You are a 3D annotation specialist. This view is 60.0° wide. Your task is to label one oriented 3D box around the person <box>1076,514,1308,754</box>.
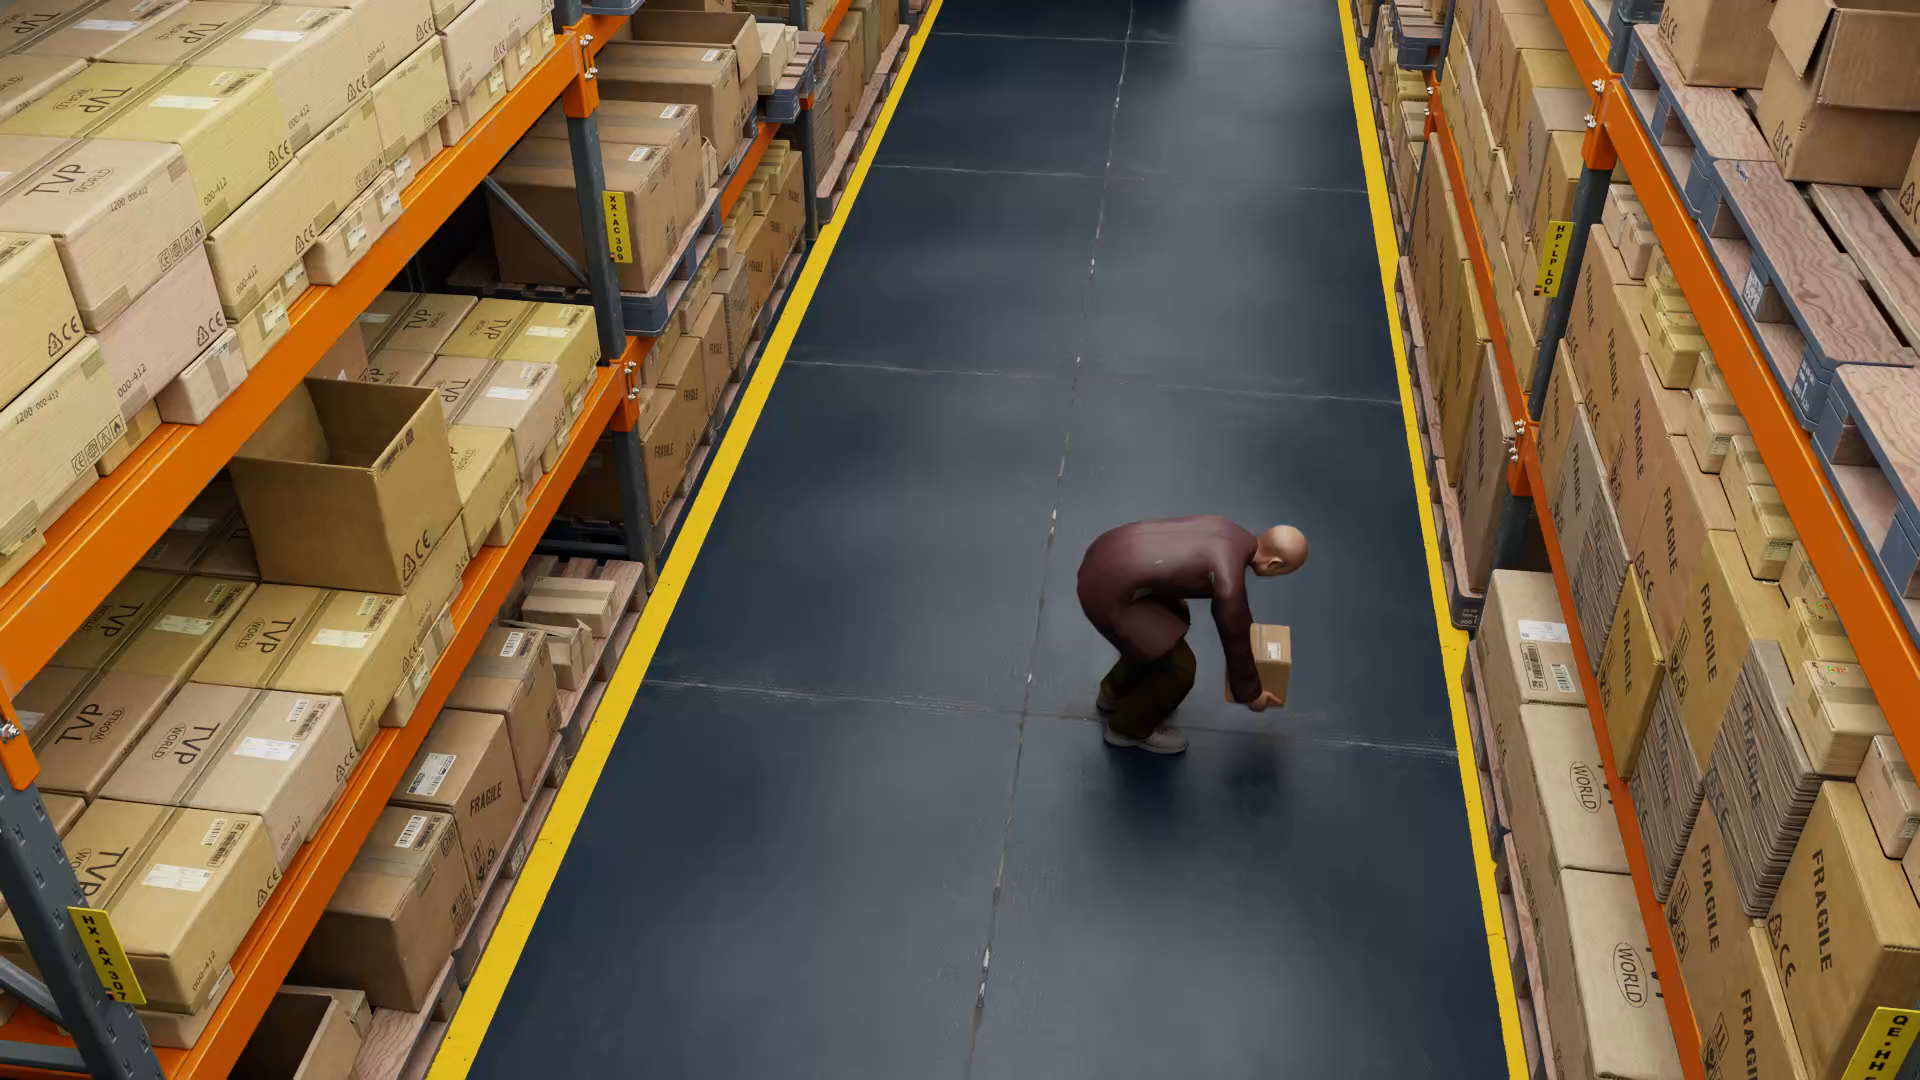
[{"bbox_3d":[0.958,0.395,7.098,0.941,1.085,0.585,3,36,4],"label":"person"}]
